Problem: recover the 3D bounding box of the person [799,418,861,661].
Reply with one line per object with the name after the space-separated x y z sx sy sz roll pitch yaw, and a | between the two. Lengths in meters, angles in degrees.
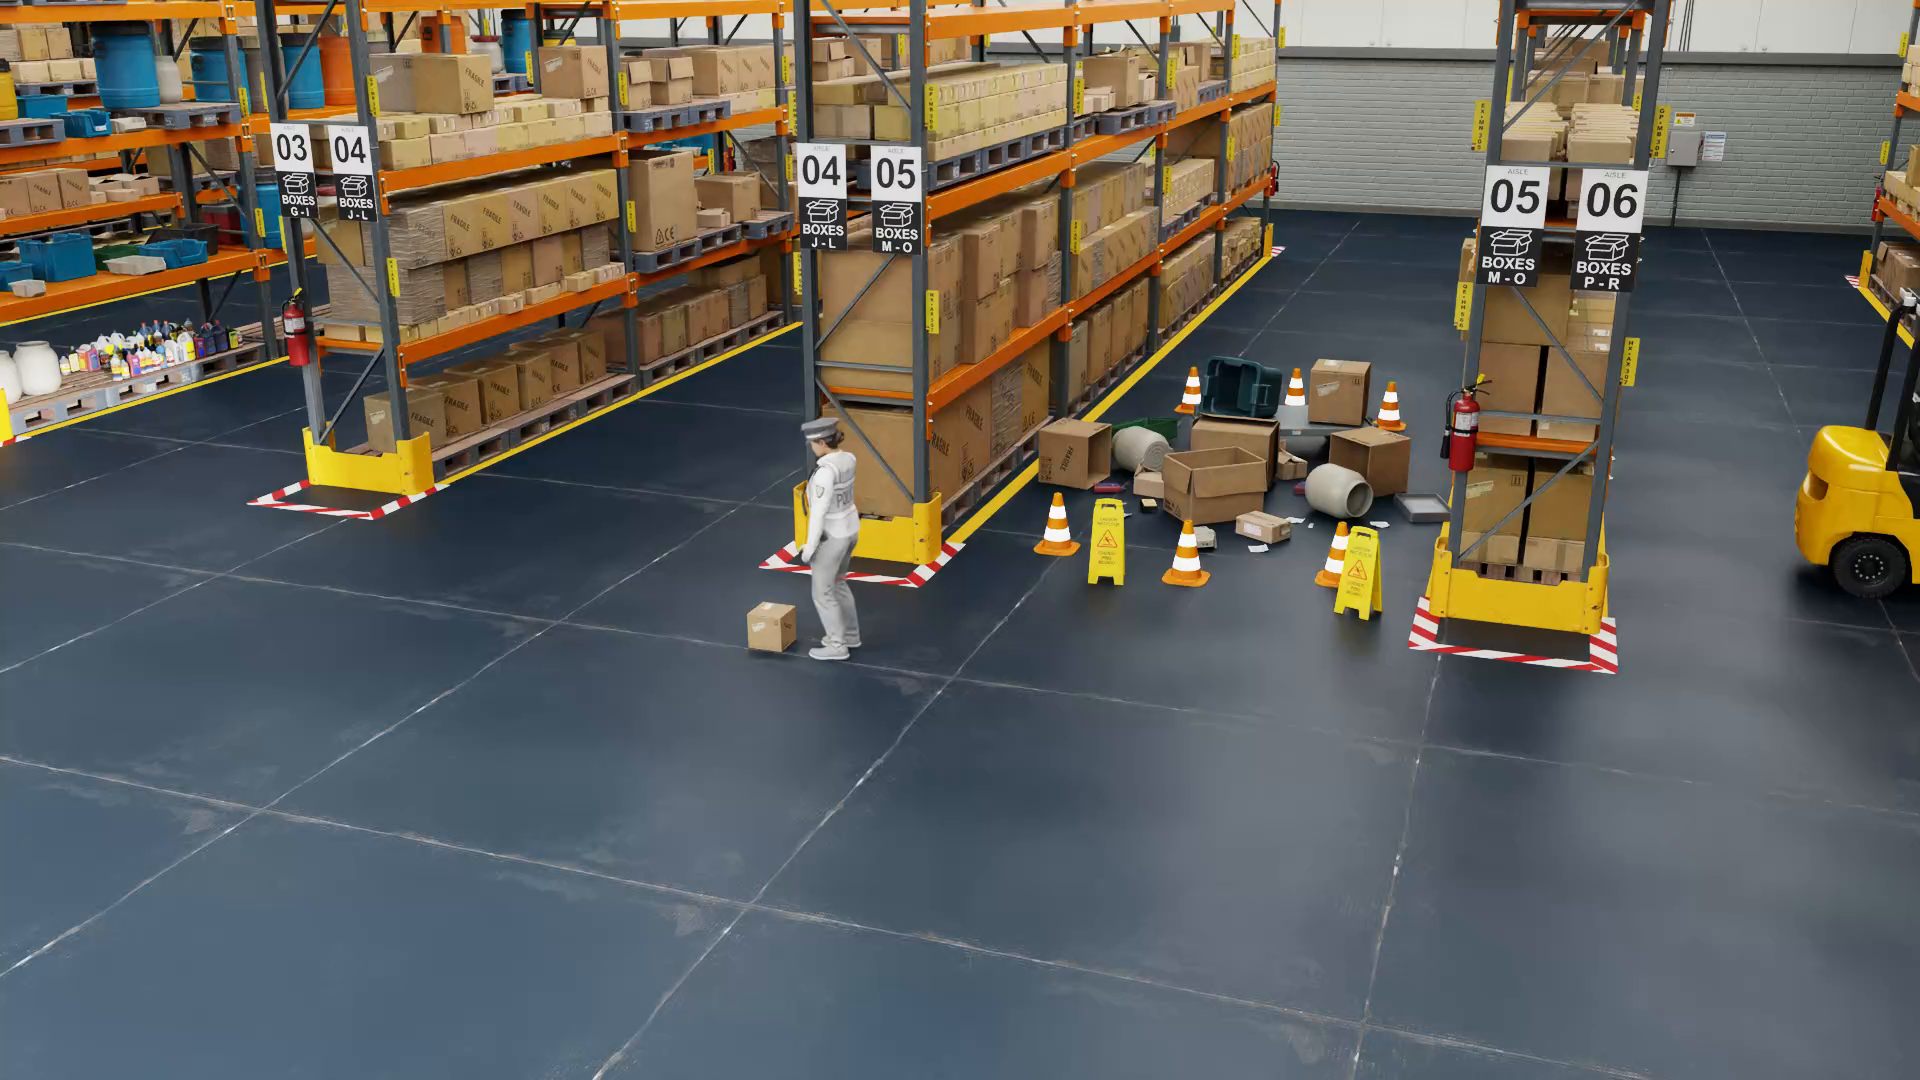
-0.862 -0.001 11.097 0.352 1.652 0.479 7 20 19 | person
